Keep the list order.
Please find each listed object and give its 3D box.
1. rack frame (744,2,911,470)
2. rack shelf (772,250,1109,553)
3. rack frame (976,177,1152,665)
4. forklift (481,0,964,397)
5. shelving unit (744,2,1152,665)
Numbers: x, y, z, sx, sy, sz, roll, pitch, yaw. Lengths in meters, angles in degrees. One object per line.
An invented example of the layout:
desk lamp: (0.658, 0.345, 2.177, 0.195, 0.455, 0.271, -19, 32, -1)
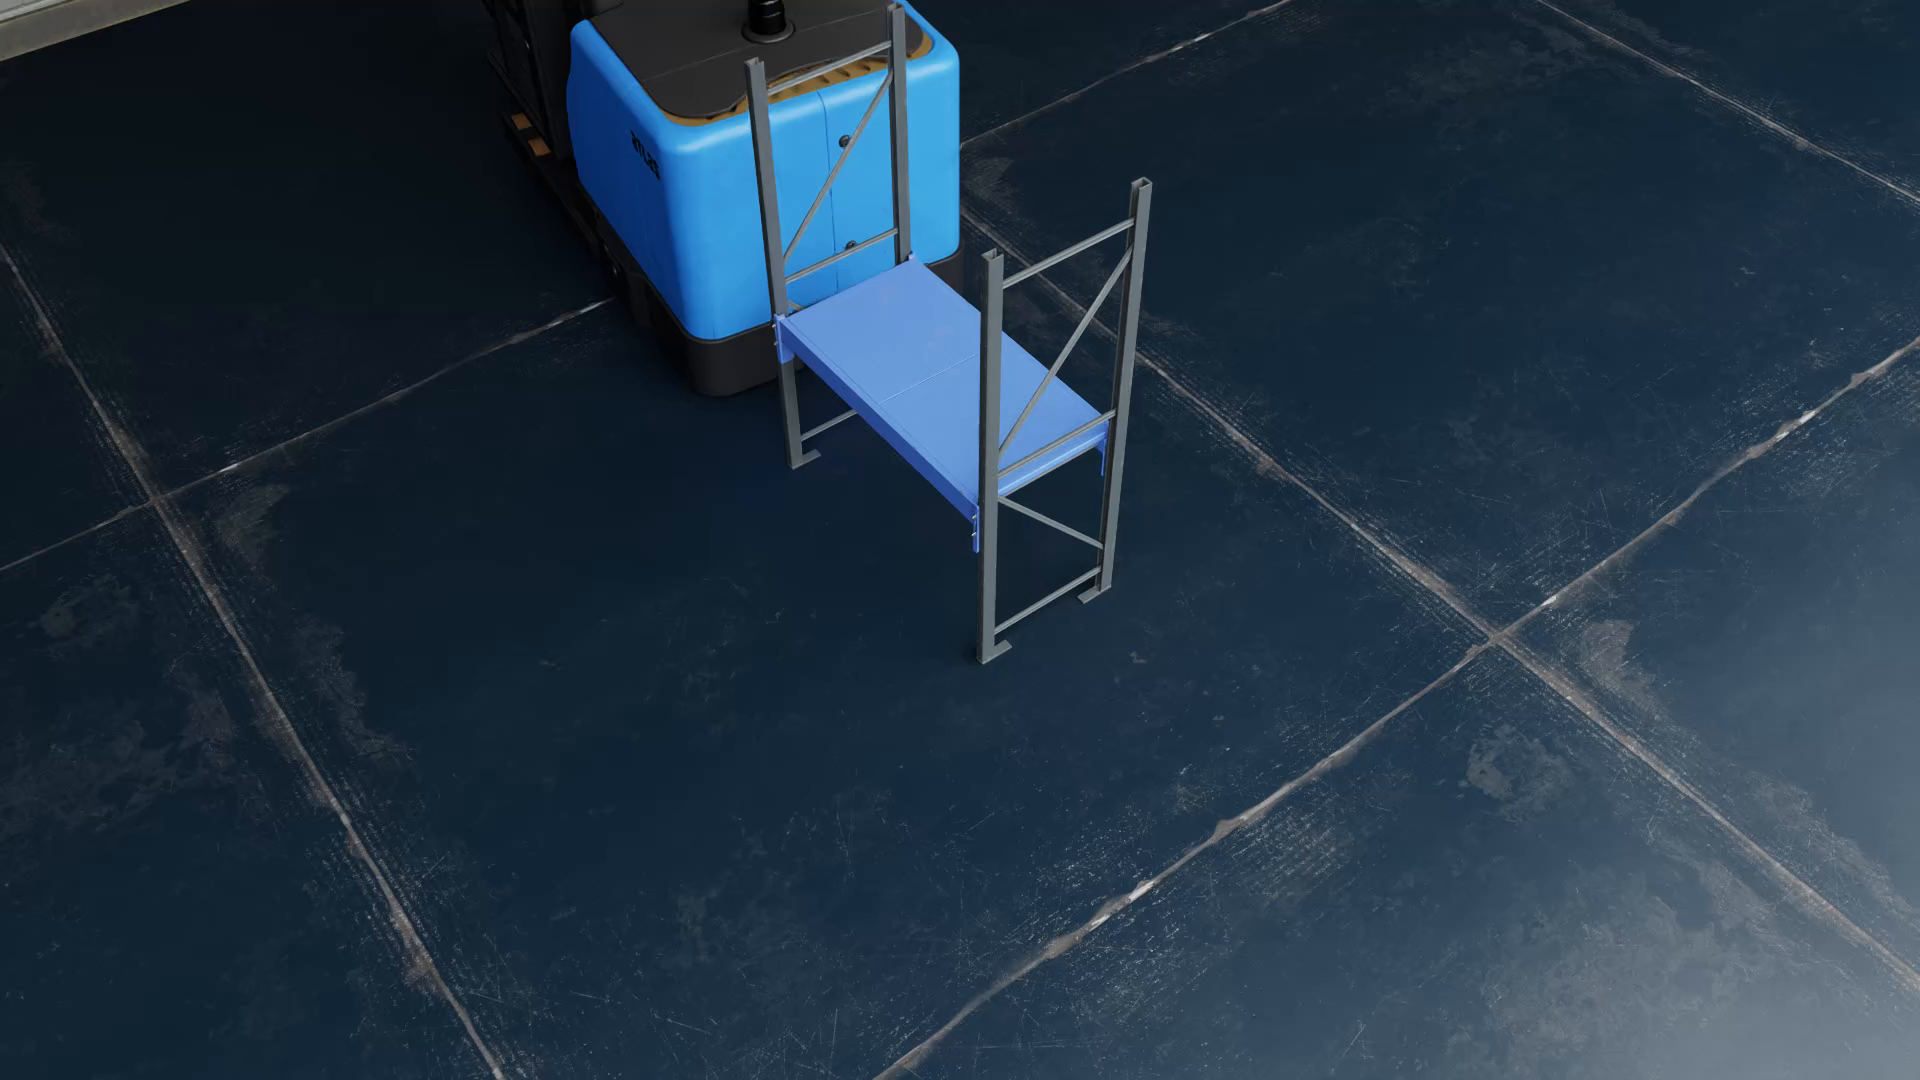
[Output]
rack frame: (-0.359, -0.854, 5.012, 0.500, 1.500, 0.032, -29, 54, -24)
rack shelf: (-0.052, -0.433, 4.873, 0.538, 0.185, 1.000, -29, 54, -24)
rack frame: (0.256, -0.254, 4.468, 0.500, 1.500, 0.032, -29, 54, -24)
forklift: (-1.159, -2.553, 5.586, 1.130, 2.935, 3.031, -23, 52, -20)
shelving unit: (-0.052, -0.554, 4.740, 0.538, 1.500, 1.048, -29, 54, -24)
